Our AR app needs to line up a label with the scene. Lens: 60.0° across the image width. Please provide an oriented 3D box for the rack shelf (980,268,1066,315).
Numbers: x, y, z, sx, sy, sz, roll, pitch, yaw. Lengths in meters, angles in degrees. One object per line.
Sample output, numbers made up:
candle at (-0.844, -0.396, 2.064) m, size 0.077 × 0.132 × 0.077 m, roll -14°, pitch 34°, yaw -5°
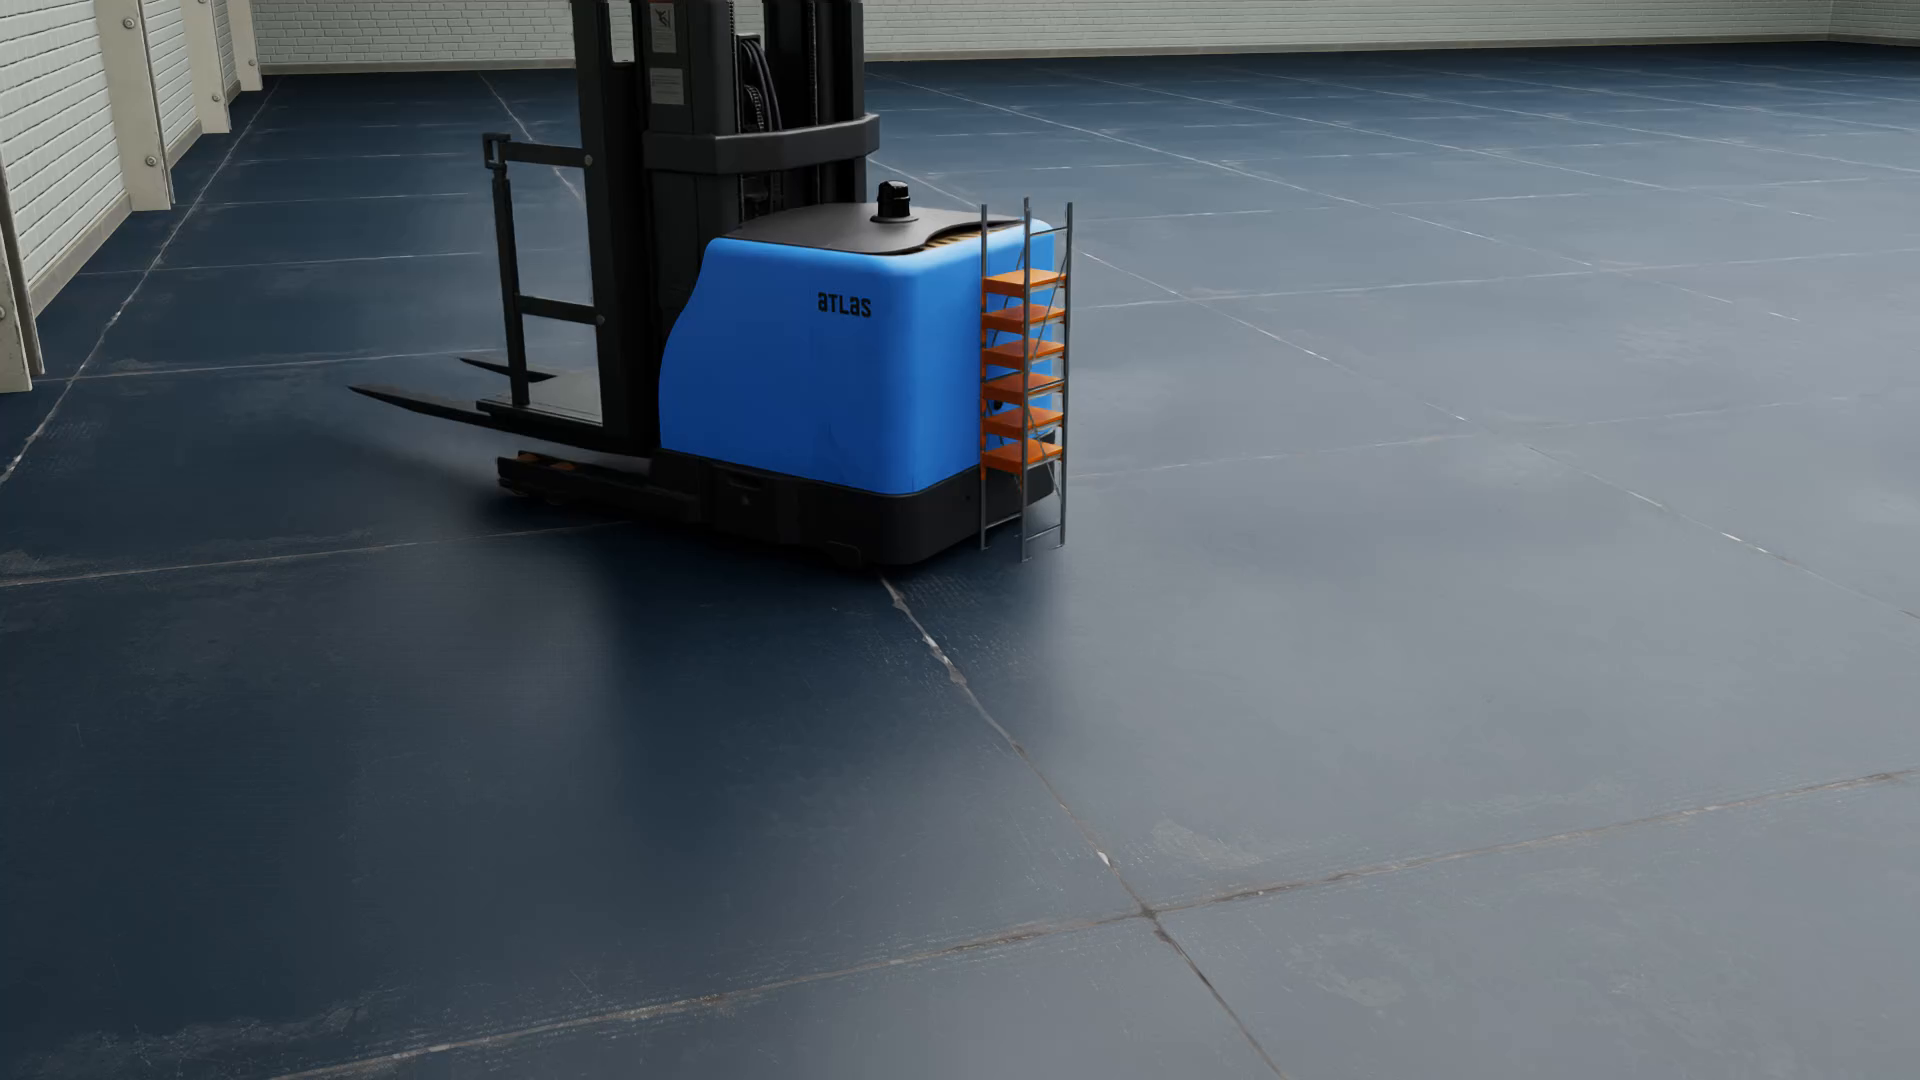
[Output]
rack shelf at (0.220, -0.832, 5.523) m, size 0.180 × 0.103 × 0.258 m, roll 16°, pitch 25°, yaw 38°

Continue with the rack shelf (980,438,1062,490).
rack shelf at (0.220, -0.267, 5.726) m, size 0.180 × 0.103 × 0.258 m, roll 16°, pitch 25°, yaw 38°

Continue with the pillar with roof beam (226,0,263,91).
pillar with roof beam at (-6.189, -11.224, 23.852) m, size 9.100 × 9.000 × 0.400 m, roll -6°, pitch 21°, yaw -17°

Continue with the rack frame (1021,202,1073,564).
rack frame at (0.289, -0.514, 5.574) m, size 0.006 × 1.200 × 0.240 m, roll 16°, pitch 25°, yaw 38°

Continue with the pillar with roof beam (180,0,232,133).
pillar with roof beam at (-4.304, -9.298, 18.491) m, size 9.100 × 9.000 × 0.400 m, roll -6°, pitch 21°, yaw -17°

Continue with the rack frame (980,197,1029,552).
rack frame at (0.151, -0.555, 5.687) m, size 0.006 × 1.200 × 0.240 m, roll 16°, pitch 25°, yaw 38°

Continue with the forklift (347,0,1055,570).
forklift at (-1.162, -1.641, 6.151) m, size 3.031 × 2.935 × 1.130 m, roll 12°, pitch 23°, yaw 31°

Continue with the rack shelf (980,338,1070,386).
rack shelf at (0.220, -0.606, 5.605) m, size 0.180 × 0.103 × 0.258 m, roll 16°, pitch 25°, yaw 38°

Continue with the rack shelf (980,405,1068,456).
rack shelf at (0.220, -0.380, 5.686) m, size 0.180 × 0.103 × 0.258 m, roll 16°, pitch 25°, yaw 38°

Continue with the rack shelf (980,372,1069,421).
rack shelf at (0.220, -0.493, 5.645) m, size 0.180 × 0.103 × 0.258 m, roll 16°, pitch 25°, yaw 38°

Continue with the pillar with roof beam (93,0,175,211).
pillar with roof beam at (-2.418, -7.373, 13.131) m, size 9.100 × 9.000 × 0.400 m, roll -6°, pitch 21°, yaw -17°

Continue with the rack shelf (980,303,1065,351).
rack shelf at (0.220, -0.719, 5.564) m, size 0.180 × 0.103 × 0.258 m, roll 16°, pitch 25°, yaw 38°

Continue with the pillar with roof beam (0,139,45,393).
pillar with roof beam at (-0.532, -5.447, 7.770) m, size 9.100 × 9.000 × 0.400 m, roll -6°, pitch 21°, yaw -17°

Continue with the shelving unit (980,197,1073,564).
shelving unit at (0.220, -0.535, 5.630) m, size 0.189 × 1.200 × 0.258 m, roll 16°, pitch 25°, yaw 38°
